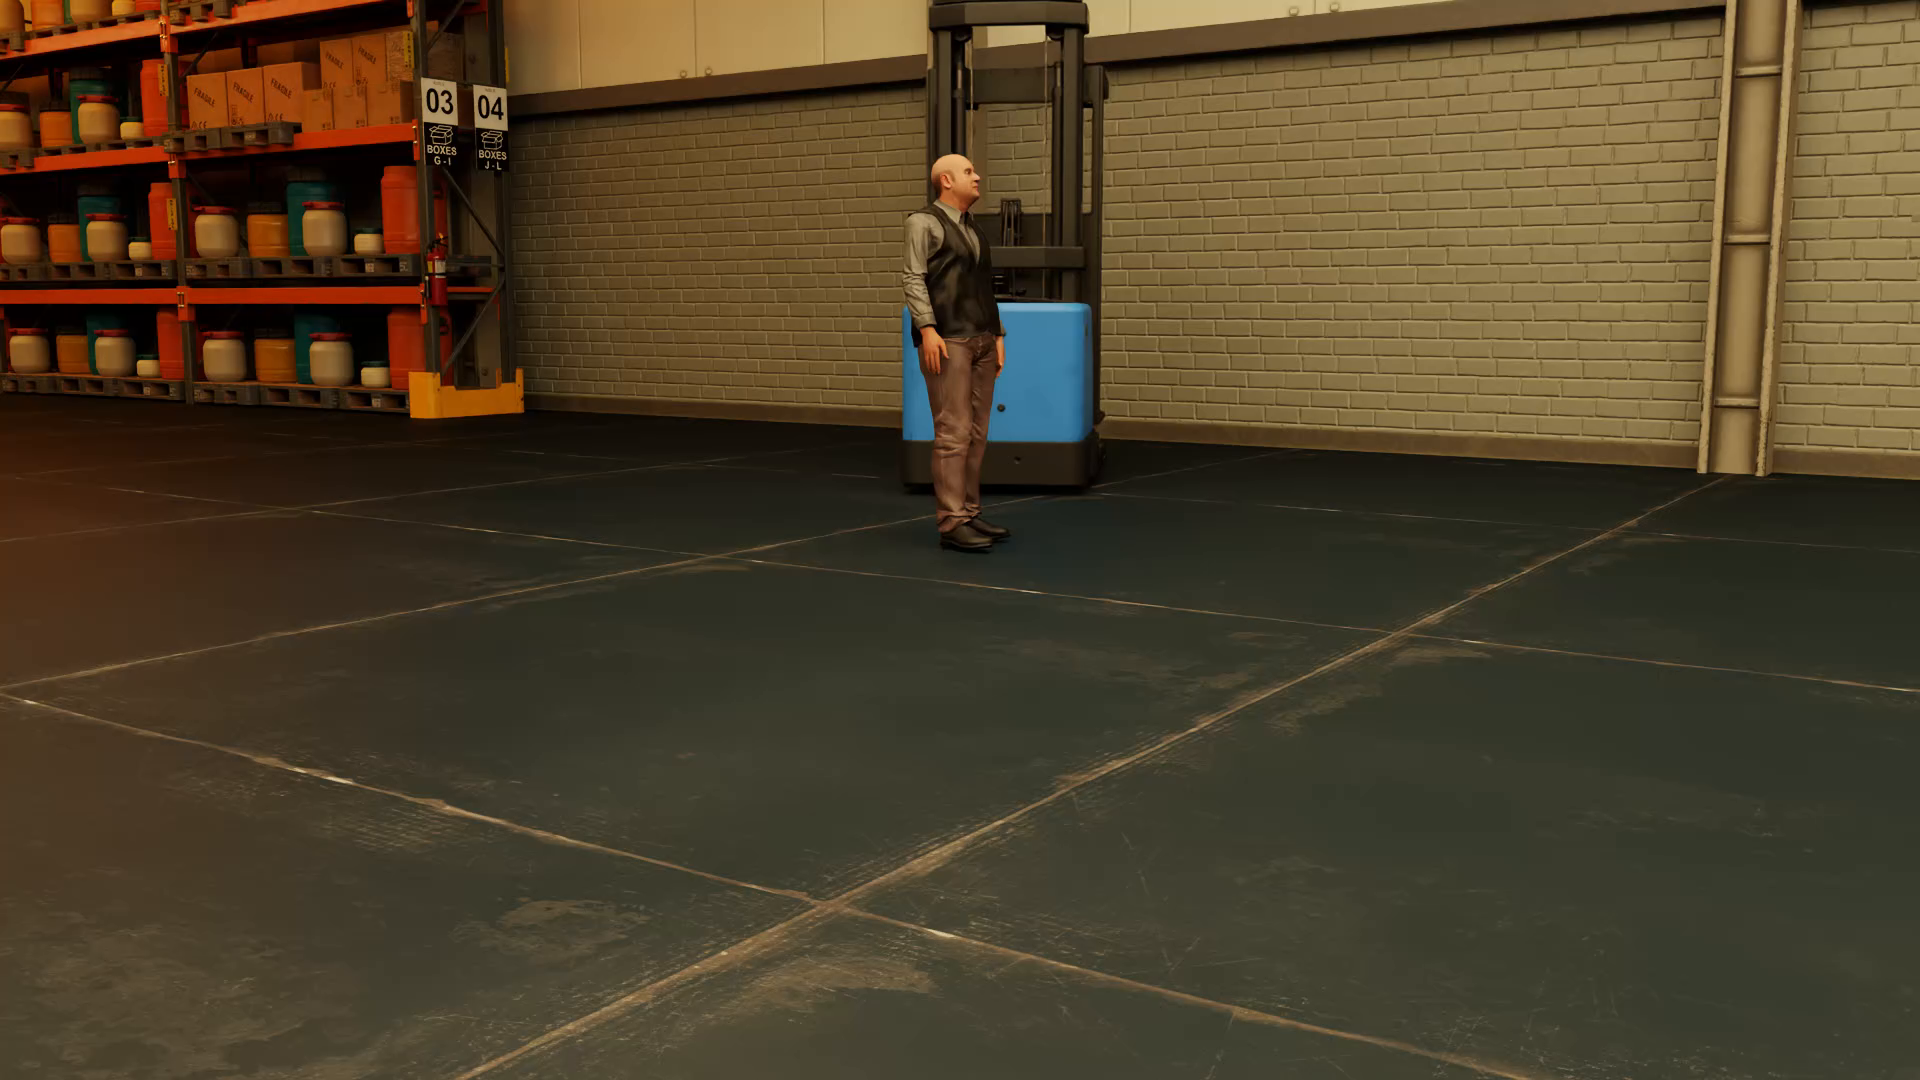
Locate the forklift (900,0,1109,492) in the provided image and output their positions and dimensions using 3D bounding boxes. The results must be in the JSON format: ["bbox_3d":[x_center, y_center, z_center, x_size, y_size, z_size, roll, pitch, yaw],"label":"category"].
[{"bbox_3d":[0.368,-1.900,10.558,1.130,2.935,3.031,1,8,7],"label":"forklift"}]

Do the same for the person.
[{"bbox_3d":[0.048,-0.853,7.441,0.566,1.722,0.633,5,10,34],"label":"person"}]
